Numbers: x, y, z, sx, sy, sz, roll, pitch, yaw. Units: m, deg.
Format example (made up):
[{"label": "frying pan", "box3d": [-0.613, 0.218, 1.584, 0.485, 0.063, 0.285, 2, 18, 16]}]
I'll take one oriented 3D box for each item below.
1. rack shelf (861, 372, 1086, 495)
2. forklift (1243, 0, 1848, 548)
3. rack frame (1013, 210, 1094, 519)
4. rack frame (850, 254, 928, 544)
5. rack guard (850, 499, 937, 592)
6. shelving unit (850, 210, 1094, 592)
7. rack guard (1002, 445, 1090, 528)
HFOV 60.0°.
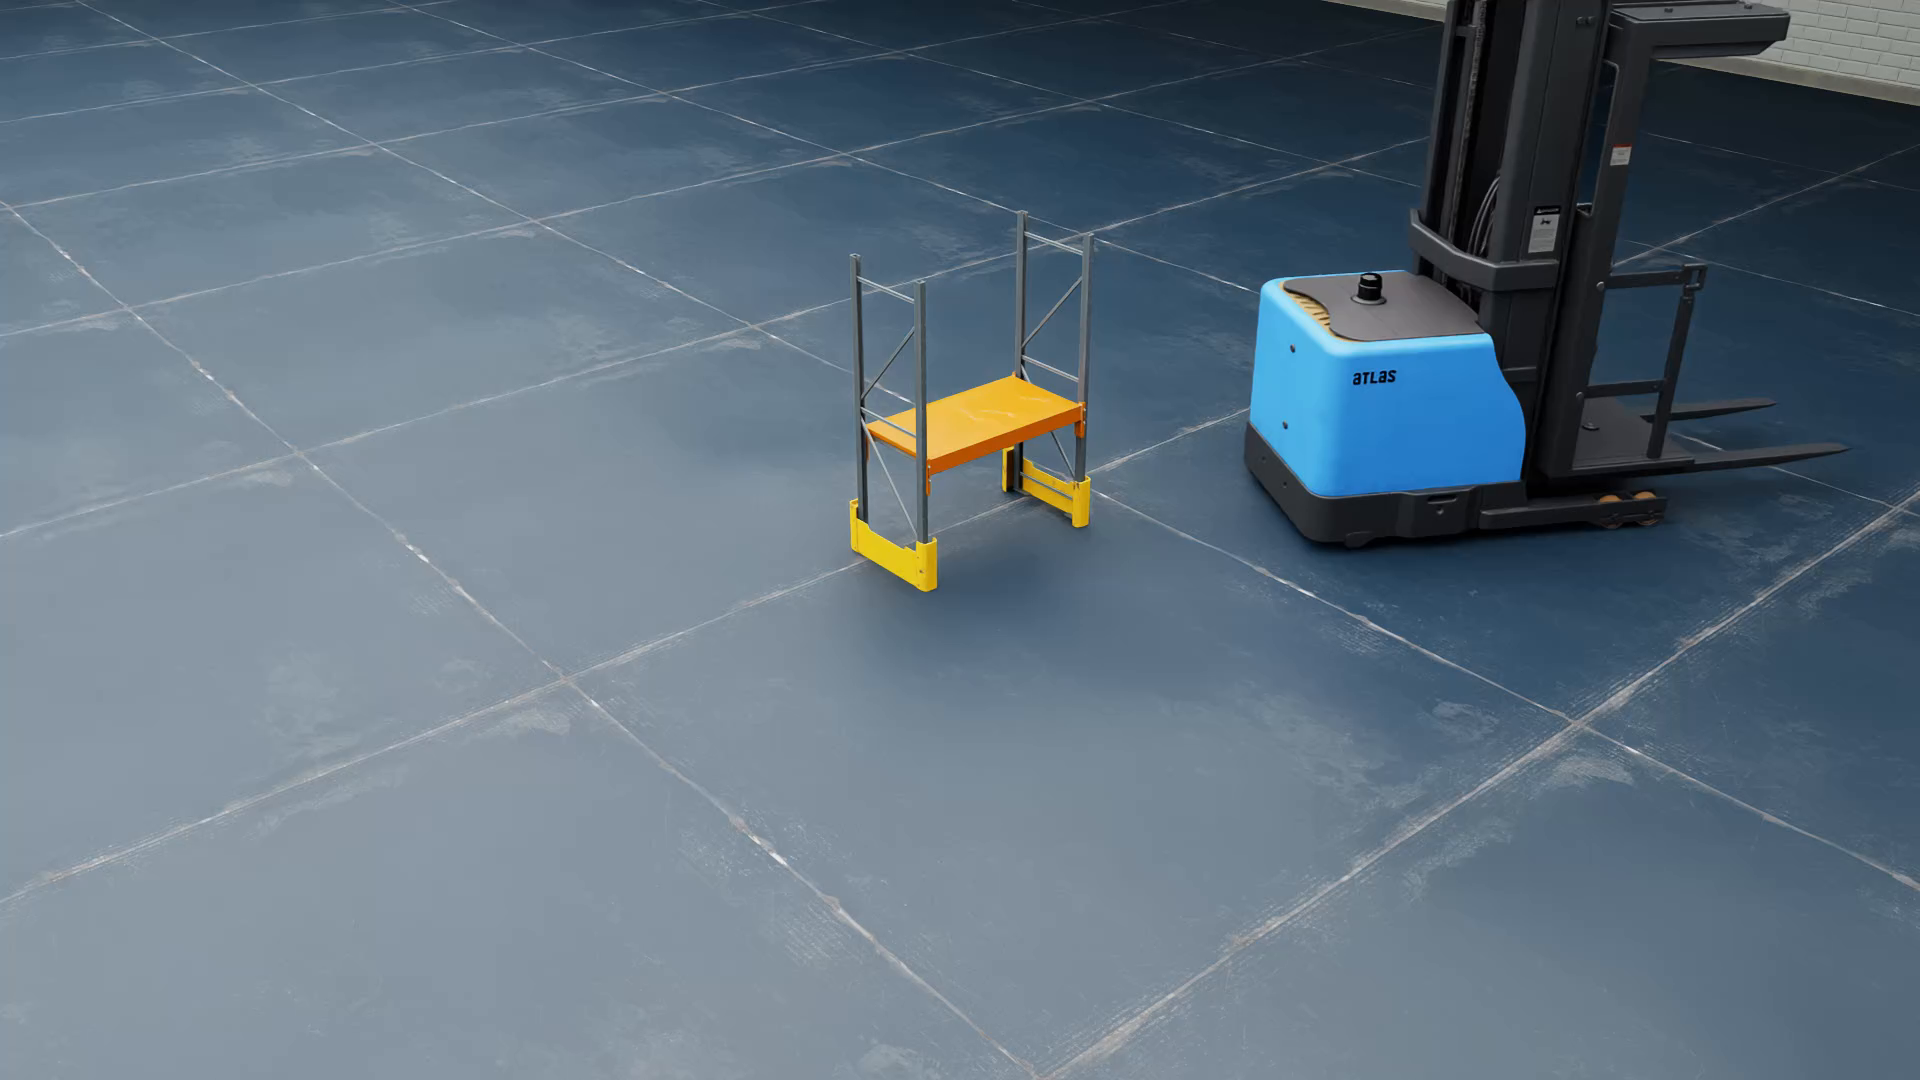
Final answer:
[{"label": "rack shelf", "box3d": [0.065, -0.529, 8.030, 1.000, 0.185, 0.538, -22, 35, -35]}, {"label": "forklift", "box3d": [3.084, -1.588, 8.111, 3.031, 2.935, 1.130, -5, 29, -10]}, {"label": "rack frame", "box3d": [0.452, -0.843, 8.236, 0.032, 1.500, 0.500, -22, 35, -35]}, {"label": "rack frame", "box3d": [-0.322, -0.532, 7.654, 0.032, 1.500, 0.500, -22, 35, -35]}, {"label": "rack guard", "box3d": [-0.321, 0.019, 7.950, 0.087, 0.250, 0.587, -22, 35, -35]}, {"label": "shelving unit", "box3d": [0.058, -0.685, 7.940, 1.083, 1.500, 0.587, -22, 35, -35]}, {"label": "rack guard", "box3d": [0.437, -0.286, 8.520, 0.087, 0.250, 0.587, -22, 35, -35]}]
